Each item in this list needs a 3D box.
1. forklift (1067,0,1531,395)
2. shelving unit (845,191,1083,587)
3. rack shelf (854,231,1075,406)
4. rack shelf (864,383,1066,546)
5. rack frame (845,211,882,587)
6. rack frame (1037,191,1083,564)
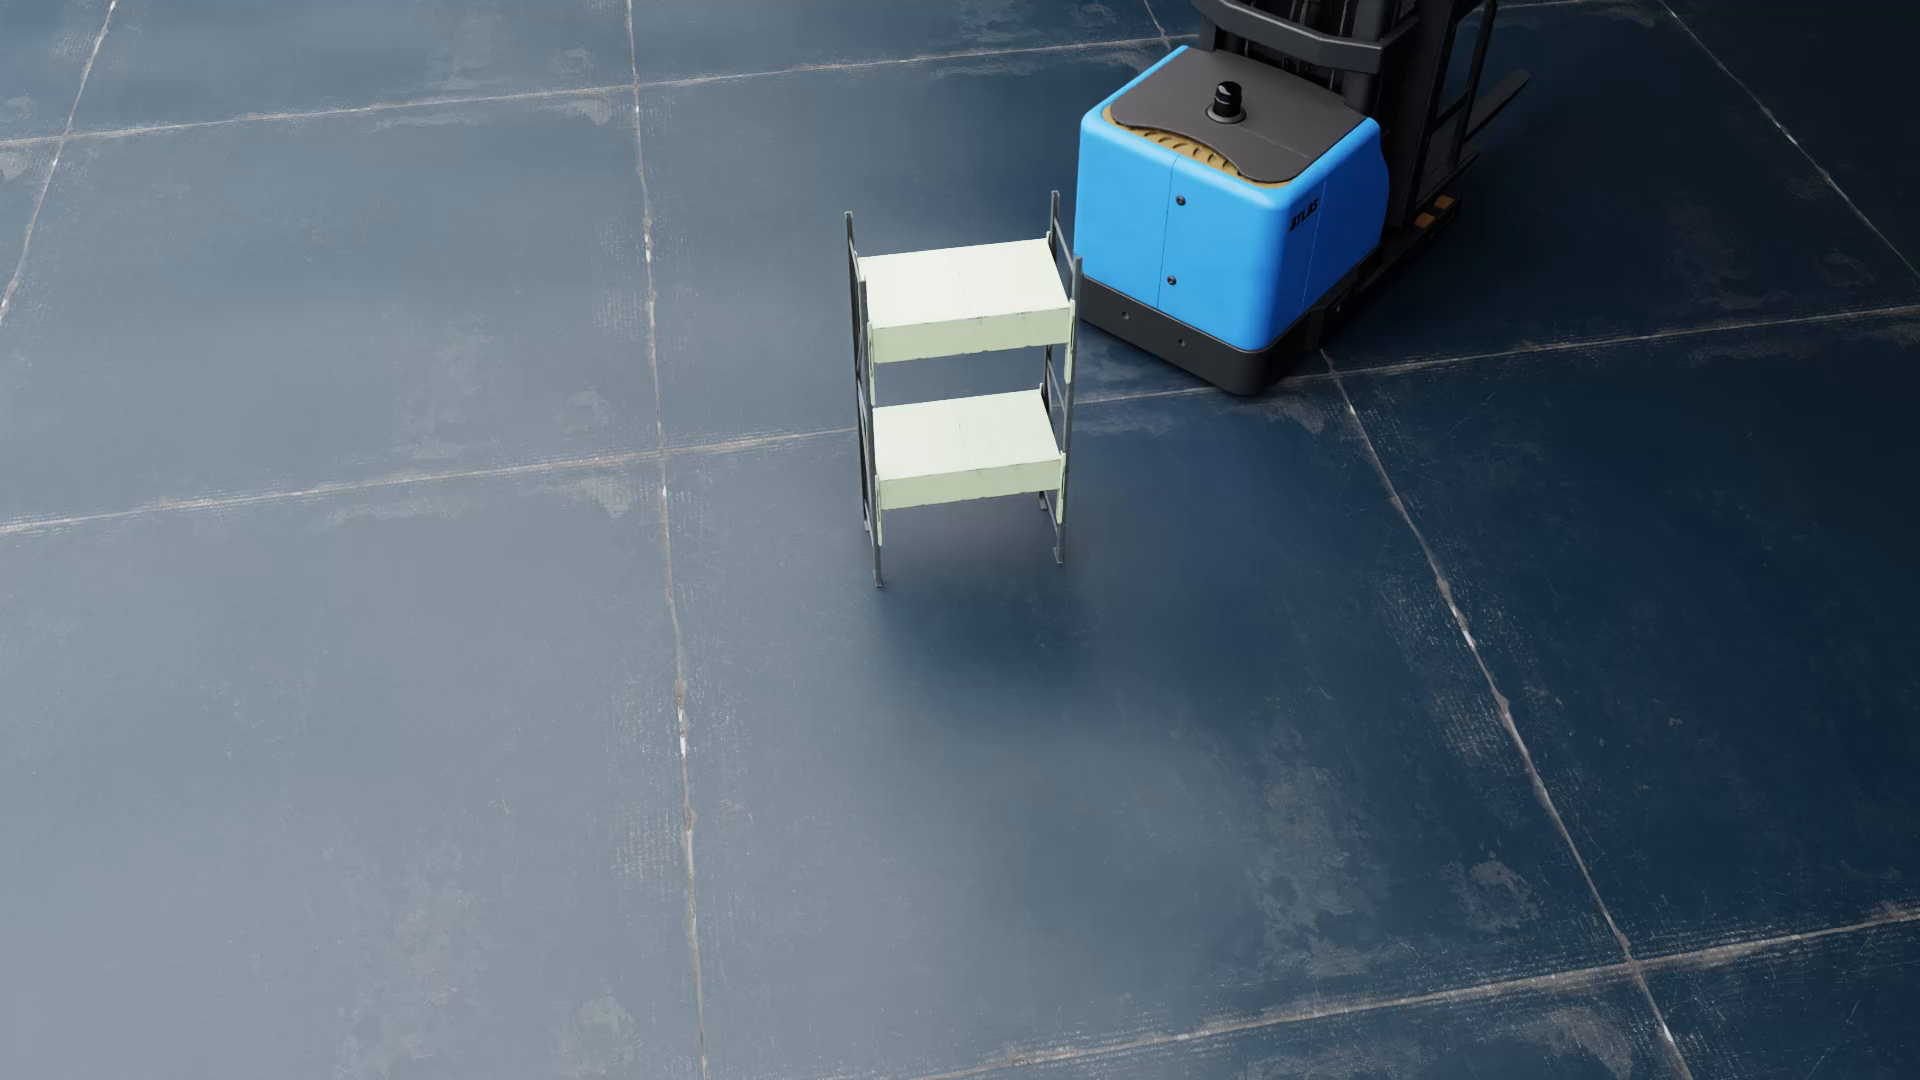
[{"bbox_3d":[1.816,-2.650,7.268,1.130,2.935,3.031,31,53,26],"label":"forklift"},{"bbox_3d":[0.007,-0.521,6.211,0.755,1.500,0.431,-7,46,-7],"label":"shelving unit"},{"bbox_3d":[0.007,-0.792,5.930,0.720,0.370,0.431,-7,46,-7],"label":"rack shelf"},{"bbox_3d":[0.007,-0.295,6.445,0.720,0.370,0.431,-7,46,-7],"label":"rack shelf"},{"bbox_3d":[-0.354,-0.476,6.167,0.023,1.500,0.400,-7,46,-7],"label":"rack frame"},{"bbox_3d":[0.367,-0.566,6.254,0.023,1.500,0.400,-7,46,-7],"label":"rack frame"}]
